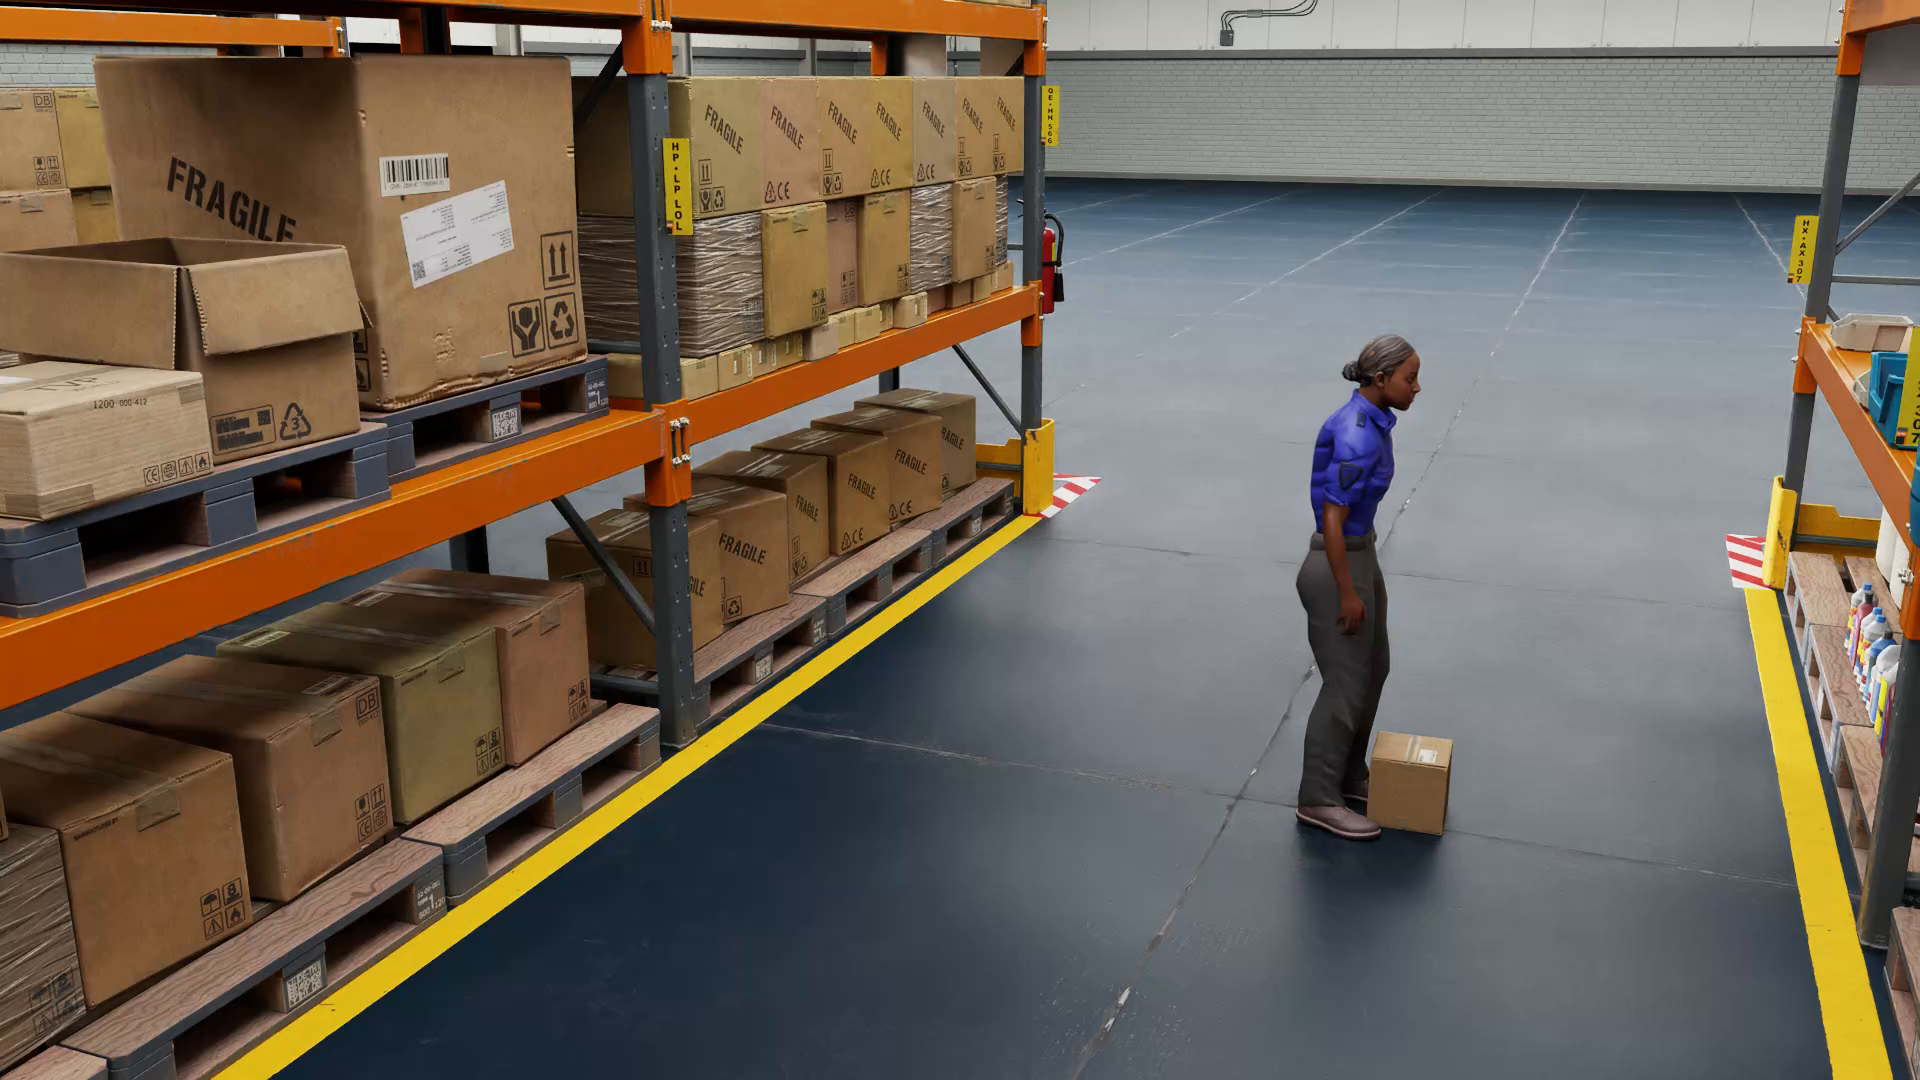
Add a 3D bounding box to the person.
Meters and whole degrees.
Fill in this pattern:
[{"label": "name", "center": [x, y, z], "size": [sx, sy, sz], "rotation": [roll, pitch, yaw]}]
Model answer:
[{"label": "person", "center": [1.335, 0.133, 5.553], "size": [0.392, 1.655, 0.504], "rotation": [6, 17, 21]}]
